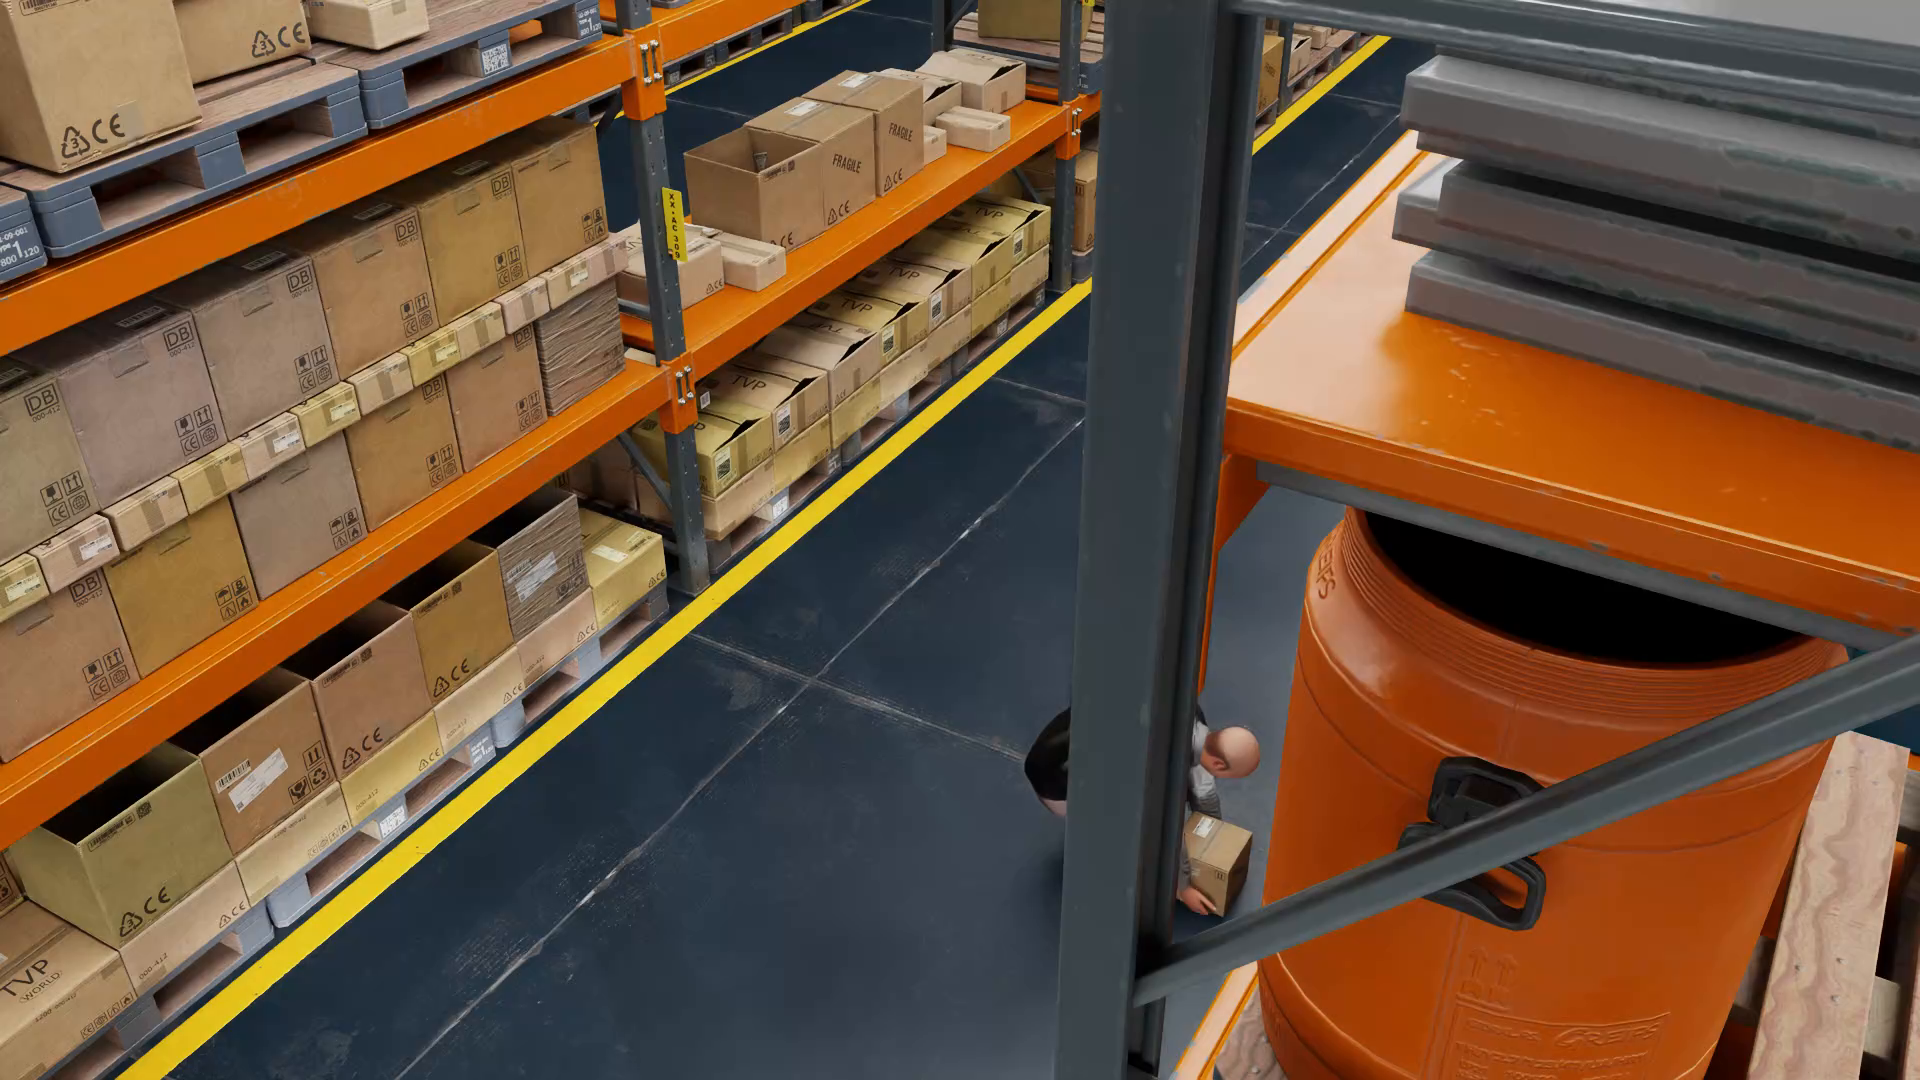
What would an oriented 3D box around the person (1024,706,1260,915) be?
[{"bbox_3d":[0.714,0.992,6.589,0.897,0.830,0.520,18,38,24],"label":"person"}]
